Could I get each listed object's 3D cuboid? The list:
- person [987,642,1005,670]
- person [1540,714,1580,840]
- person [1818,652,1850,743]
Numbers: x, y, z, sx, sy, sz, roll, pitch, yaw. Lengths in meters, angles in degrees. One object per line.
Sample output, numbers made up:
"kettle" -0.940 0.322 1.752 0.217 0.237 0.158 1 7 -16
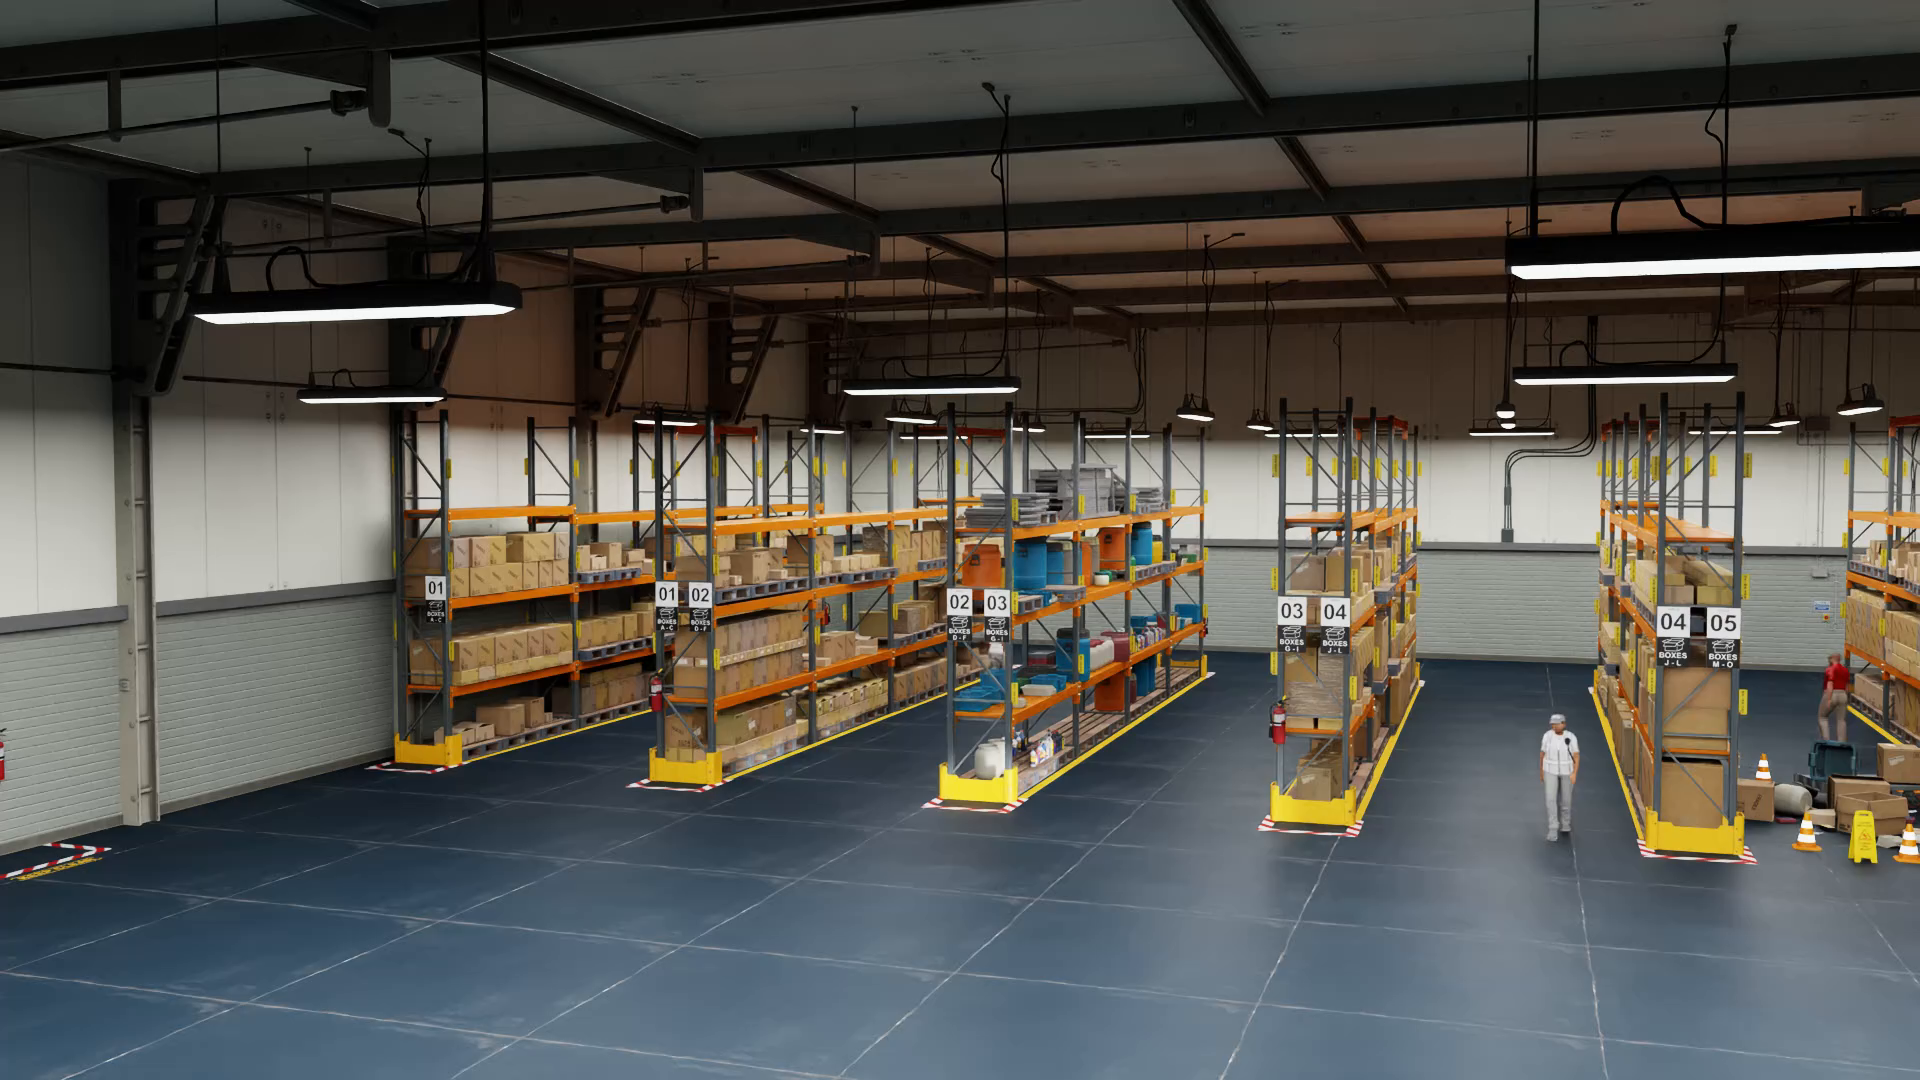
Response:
"person" 0.845 2.521 36.889 0.595 1.770 0.456 2 3 42
"person" 8.176 3.199 22.662 0.503 1.654 0.814 1 3 19
"person" 15.638 2.895 29.652 0.550 1.774 0.544 0 2 0
